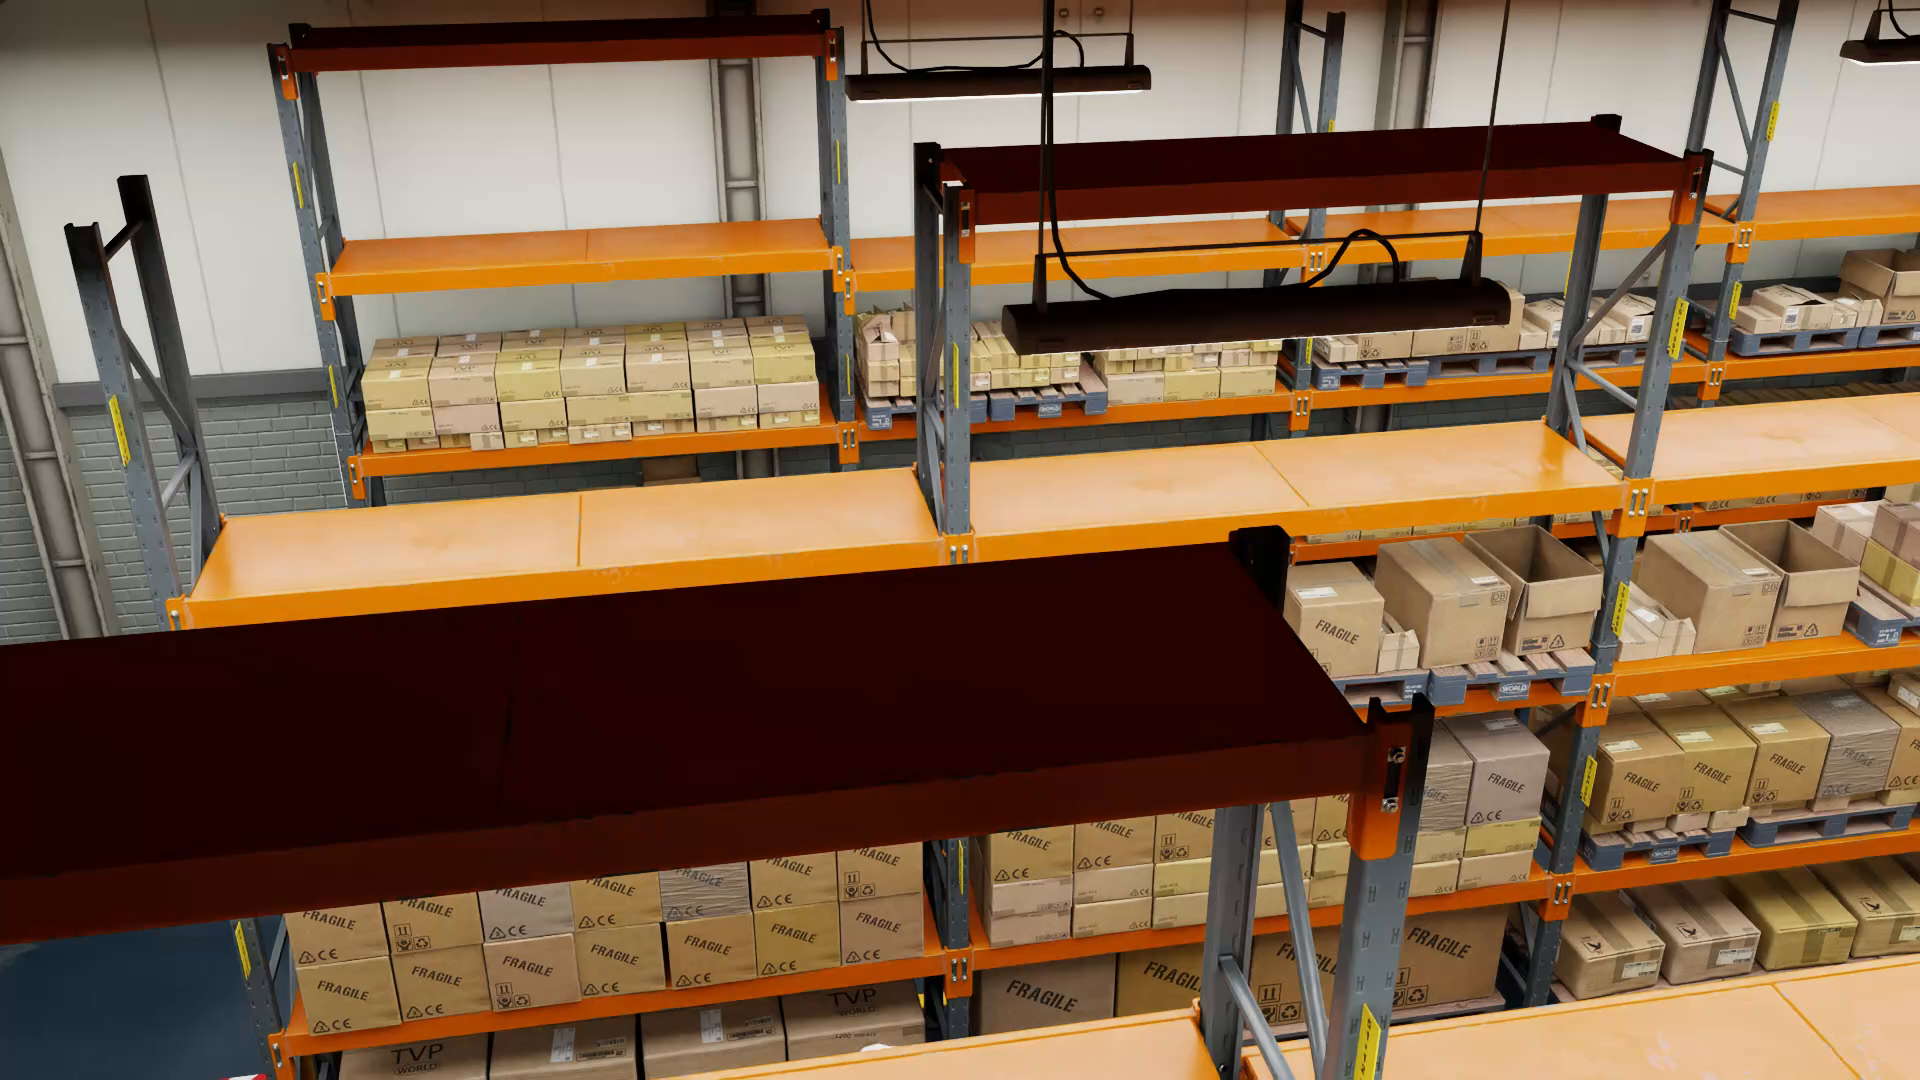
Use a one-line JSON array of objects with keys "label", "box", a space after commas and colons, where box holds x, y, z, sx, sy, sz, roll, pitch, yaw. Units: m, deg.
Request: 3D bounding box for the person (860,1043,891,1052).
[{"label": "person", "box": [-0.428, 3.453, 9.097, 0.409, 1.777, 0.578, 19, 32, 34]}]
